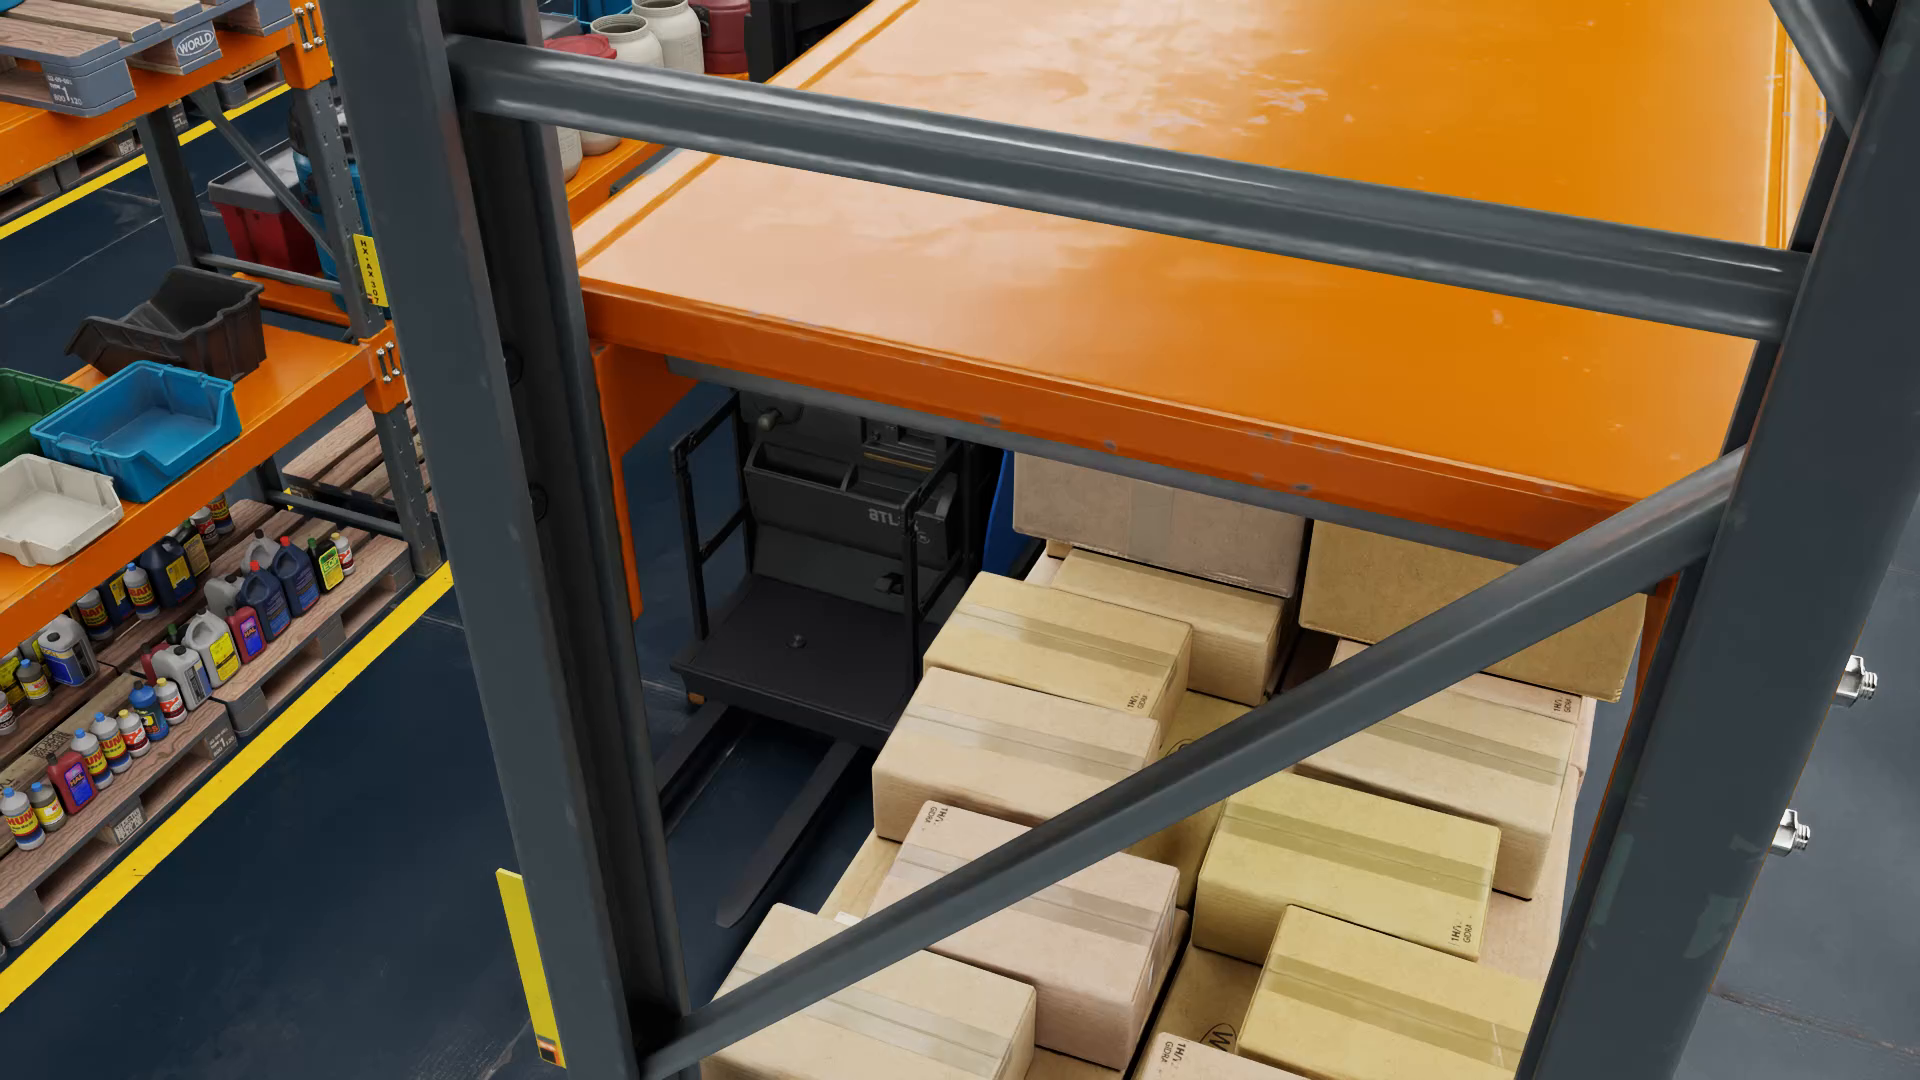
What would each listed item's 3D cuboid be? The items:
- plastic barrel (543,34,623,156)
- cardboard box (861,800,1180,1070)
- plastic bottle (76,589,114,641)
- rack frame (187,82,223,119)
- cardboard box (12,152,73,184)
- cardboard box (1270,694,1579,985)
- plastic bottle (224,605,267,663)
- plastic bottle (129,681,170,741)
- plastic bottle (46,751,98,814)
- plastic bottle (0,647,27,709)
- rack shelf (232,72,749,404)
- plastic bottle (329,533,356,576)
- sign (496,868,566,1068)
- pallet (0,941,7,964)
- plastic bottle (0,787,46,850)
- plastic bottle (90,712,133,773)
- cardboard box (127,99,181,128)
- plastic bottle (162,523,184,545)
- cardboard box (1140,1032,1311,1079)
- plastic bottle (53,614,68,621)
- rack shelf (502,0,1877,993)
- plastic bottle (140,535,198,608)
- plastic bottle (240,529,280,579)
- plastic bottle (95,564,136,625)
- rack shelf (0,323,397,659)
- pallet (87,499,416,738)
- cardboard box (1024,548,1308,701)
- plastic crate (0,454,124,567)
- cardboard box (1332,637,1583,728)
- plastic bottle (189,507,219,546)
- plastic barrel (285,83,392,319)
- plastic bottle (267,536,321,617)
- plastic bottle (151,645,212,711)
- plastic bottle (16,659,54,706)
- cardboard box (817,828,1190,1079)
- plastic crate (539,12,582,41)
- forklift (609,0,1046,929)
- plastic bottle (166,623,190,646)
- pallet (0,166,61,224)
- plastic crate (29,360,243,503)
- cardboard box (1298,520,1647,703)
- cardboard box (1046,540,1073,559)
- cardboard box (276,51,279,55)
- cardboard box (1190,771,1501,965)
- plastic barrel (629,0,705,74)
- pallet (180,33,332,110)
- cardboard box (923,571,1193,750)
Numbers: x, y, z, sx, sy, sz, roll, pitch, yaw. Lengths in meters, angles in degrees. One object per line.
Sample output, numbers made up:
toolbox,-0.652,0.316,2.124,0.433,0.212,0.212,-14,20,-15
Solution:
plastic barrel,-1.987,-2.339,8.760,0.433,0.535,0.433,0,37,0
cardboard box,0.085,0.540,2.308,0.380,0.149,0.250,13,39,16
plastic bottle,-3.782,0.304,7.249,0.097,0.271,0.097,0,37,0
rack frame,-6.055,-4.504,11.771,1.000,3.000,0.127,14,39,18
cardboard box,-6.417,-2.660,11.250,0.500,0.250,0.500,15,39,19
cardboard box,0.674,0.548,2.632,0.500,0.250,0.500,13,39,17
plastic bottle,-3.073,0.381,7.136,0.061,0.283,0.133,16,40,21
plastic bottle,-3.296,0.682,6.744,0.097,0.271,0.097,0,37,0
plastic bottle,-3.439,0.913,6.424,0.061,0.283,0.133,14,39,18
plastic bottle,-3.993,0.521,6.893,0.144,0.351,0.185,15,39,20
rack shelf,-2.237,-1.978,8.992,1.077,0.370,4.000,14,39,18
plastic bottle,-2.848,0.057,7.638,0.097,0.201,0.097,0,37,0
sign,-0.445,0.490,1.844,0.100,0.325,0.005,14,39,18
pallet,-4.220,1.671,5.838,1.003,0.211,1.213,14,39,18
plastic bottle,-3.542,1.039,6.266,0.097,0.271,0.097,0,37,0
plastic bottle,-3.373,0.794,6.594,0.097,0.271,0.097,0,37,0
cardboard box,-6.030,-3.224,12.004,0.500,0.250,0.500,15,39,19
plastic bottle,-3.622,0.017,7.629,0.152,0.276,0.135,15,39,19
cardboard box,0.379,0.783,1.984,0.380,0.149,0.250,14,39,17
plastic bottle,-3.890,0.394,7.188,0.097,0.201,0.097,0,37,0
rack shelf,0.822,-1.037,2.725,1.077,0.370,4.000,14,39,18
plastic bottle,-3.555,0.111,7.441,0.144,0.351,0.185,14,39,18
plastic bottle,-3.110,0.115,7.436,0.144,0.351,0.185,14,39,18
plastic bottle,-3.760,0.183,7.345,0.144,0.351,0.185,12,38,16
rack shelf,-3.759,0.236,6.029,1.077,0.370,4.000,14,39,18
pallet,-3.292,0.320,7.645,1.003,0.211,1.213,14,39,18
cardboard box,0.399,0.159,3.152,0.500,0.250,0.500,15,39,19
plastic crate,-3.381,-0.097,6.094,0.530,0.136,0.437,14,39,18
cardboard box,0.815,0.225,2.730,0.380,0.149,0.250,14,39,18
plastic bottle,-3.563,-0.082,7.824,0.097,0.201,0.097,0,37,0
plastic barrel,-2.571,-1.505,7.339,0.600,0.901,0.708,14,39,18
plastic bottle,-2.976,0.148,7.392,0.144,0.351,0.185,13,39,17
plastic bottle,-3.238,0.552,6.914,0.152,0.276,0.135,15,39,19
plastic bottle,-3.865,0.584,6.933,0.097,0.201,0.097,0,37,0
cardboard box,0.009,0.718,2.404,0.500,0.250,0.500,15,39,19
plastic crate,-2.374,-2.574,9.135,0.402,0.464,0.583,14,39,18
forklift,-0.541,-0.502,6.474,1.130,2.935,3.031,15,39,19
plastic bottle,-3.277,0.451,7.043,0.061,0.283,0.133,14,39,18
pallet,-6.870,-2.267,11.107,1.003,0.211,1.213,14,39,18
plastic crate,-3.168,-0.425,6.437,0.499,0.251,0.616,14,39,18
cardboard box,0.875,-0.138,2.674,0.500,0.500,0.500,14,39,18
cardboard box,0.380,-0.061,3.113,0.380,0.149,0.250,12,38,15
cardboard box,-5.424,-4.157,13.027,0.500,0.500,0.500,12,39,16
cardboard box,0.550,0.494,2.371,0.380,0.149,0.250,13,39,17
plastic barrel,-1.670,-2.800,9.398,0.421,0.512,0.421,0,37,0
pallet,-5.736,-3.792,13.147,1.003,0.211,1.213,14,39,18
cardboard box,0.161,0.220,2.737,0.380,0.149,0.250,14,39,18
